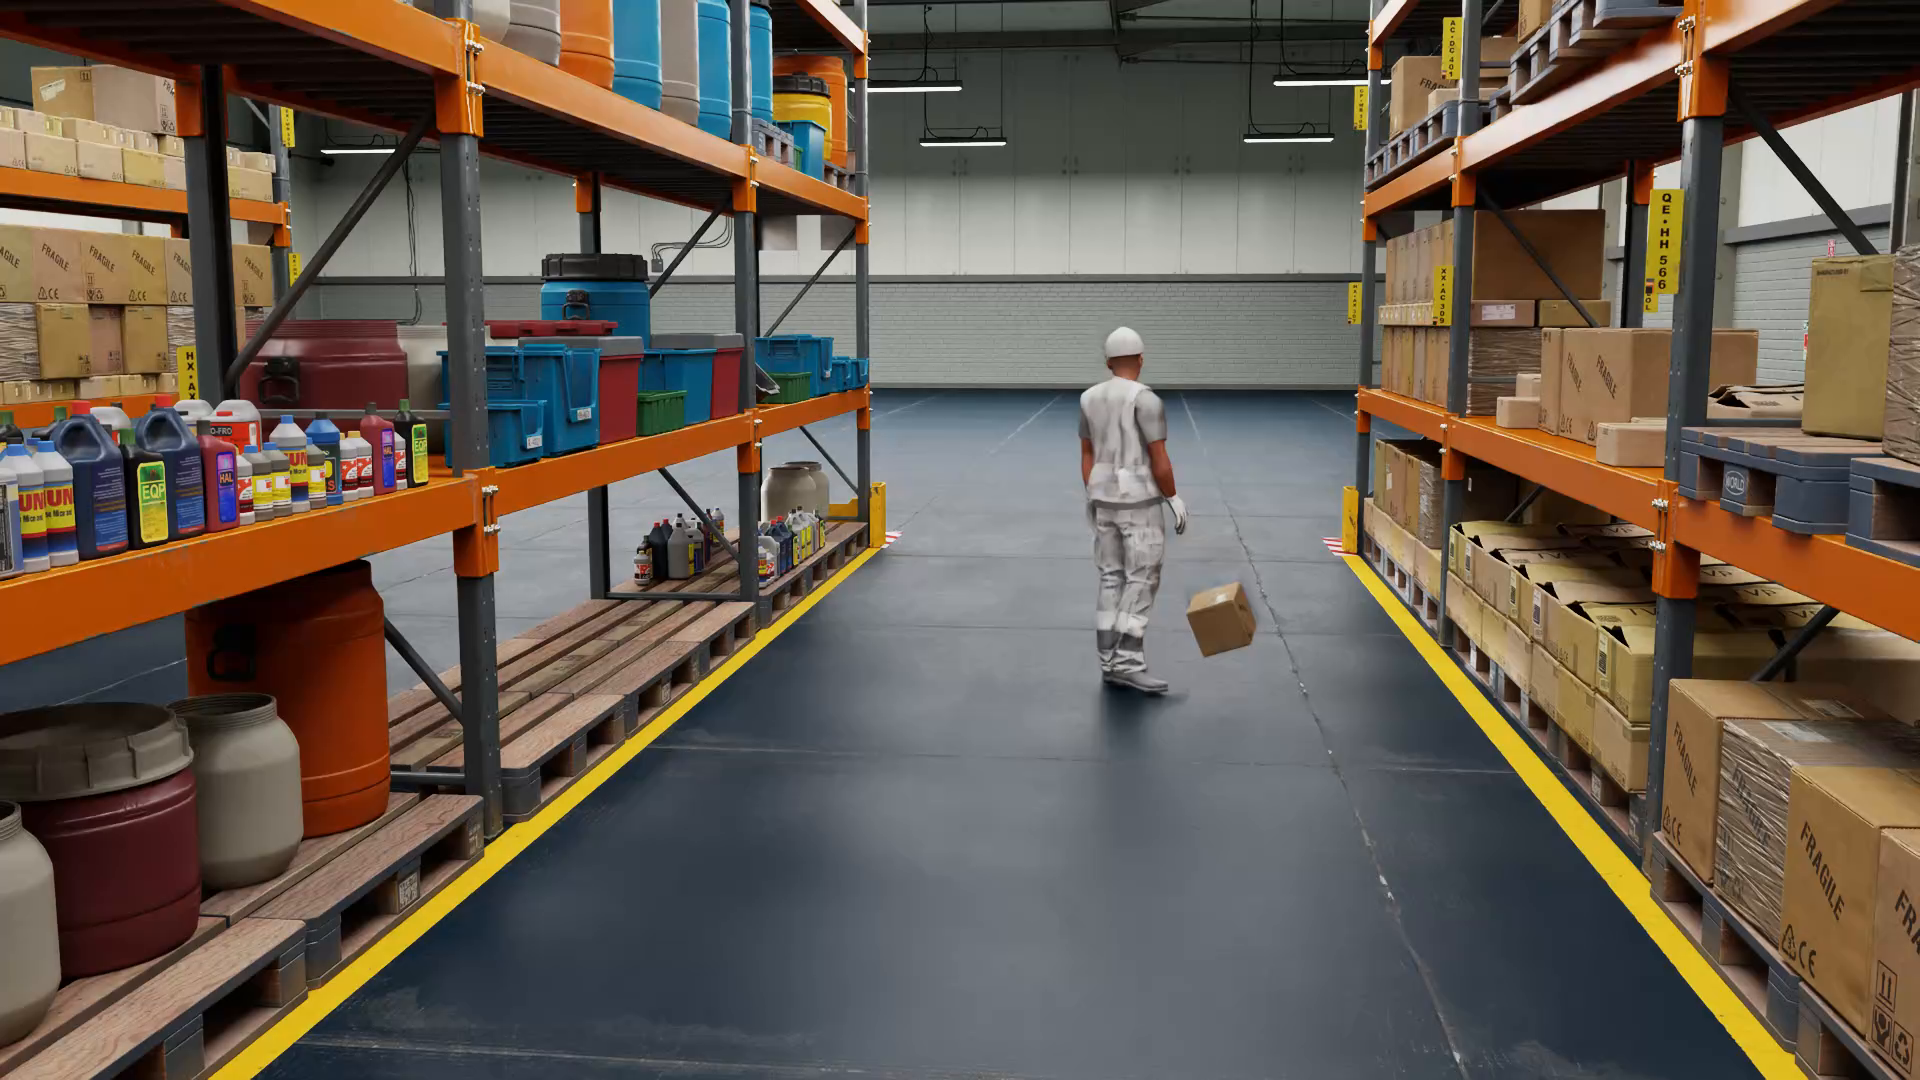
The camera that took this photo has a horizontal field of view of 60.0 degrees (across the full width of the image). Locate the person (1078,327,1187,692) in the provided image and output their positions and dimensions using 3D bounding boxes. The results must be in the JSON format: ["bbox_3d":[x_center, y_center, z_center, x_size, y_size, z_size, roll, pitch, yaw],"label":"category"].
[{"bbox_3d":[0.873,-0.167,8.337,0.423,1.788,0.665,-6,9,-37],"label":"person"}]
